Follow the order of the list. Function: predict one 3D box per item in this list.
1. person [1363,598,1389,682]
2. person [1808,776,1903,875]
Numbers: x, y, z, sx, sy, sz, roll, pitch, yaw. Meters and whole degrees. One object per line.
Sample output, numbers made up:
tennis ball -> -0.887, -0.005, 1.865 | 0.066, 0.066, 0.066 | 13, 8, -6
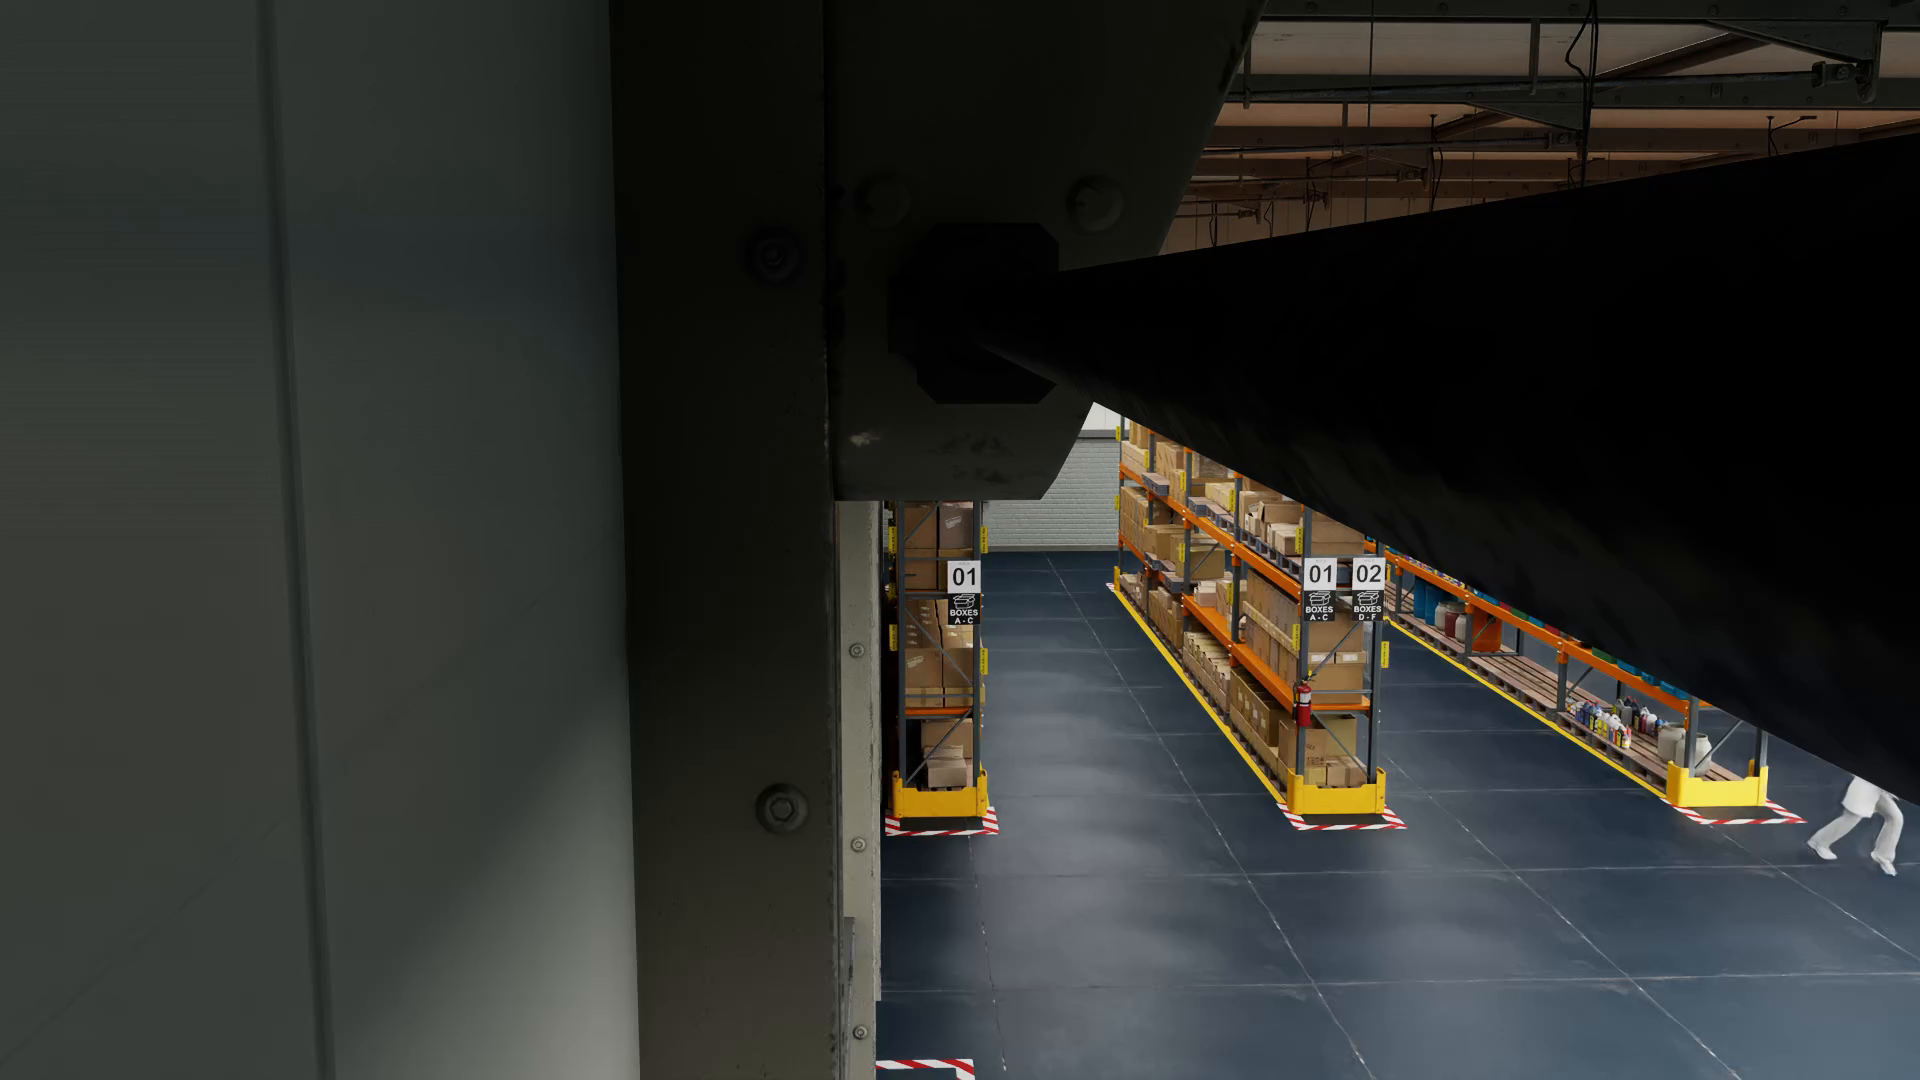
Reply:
person -> 6.844, 1.506, 27.655 | 0.651, 1.743, 0.607 | -1, 8, -9
person -> 10.116, 2.951, 18.607 | 1.072, 1.575, 0.753 | 7, 11, 39
